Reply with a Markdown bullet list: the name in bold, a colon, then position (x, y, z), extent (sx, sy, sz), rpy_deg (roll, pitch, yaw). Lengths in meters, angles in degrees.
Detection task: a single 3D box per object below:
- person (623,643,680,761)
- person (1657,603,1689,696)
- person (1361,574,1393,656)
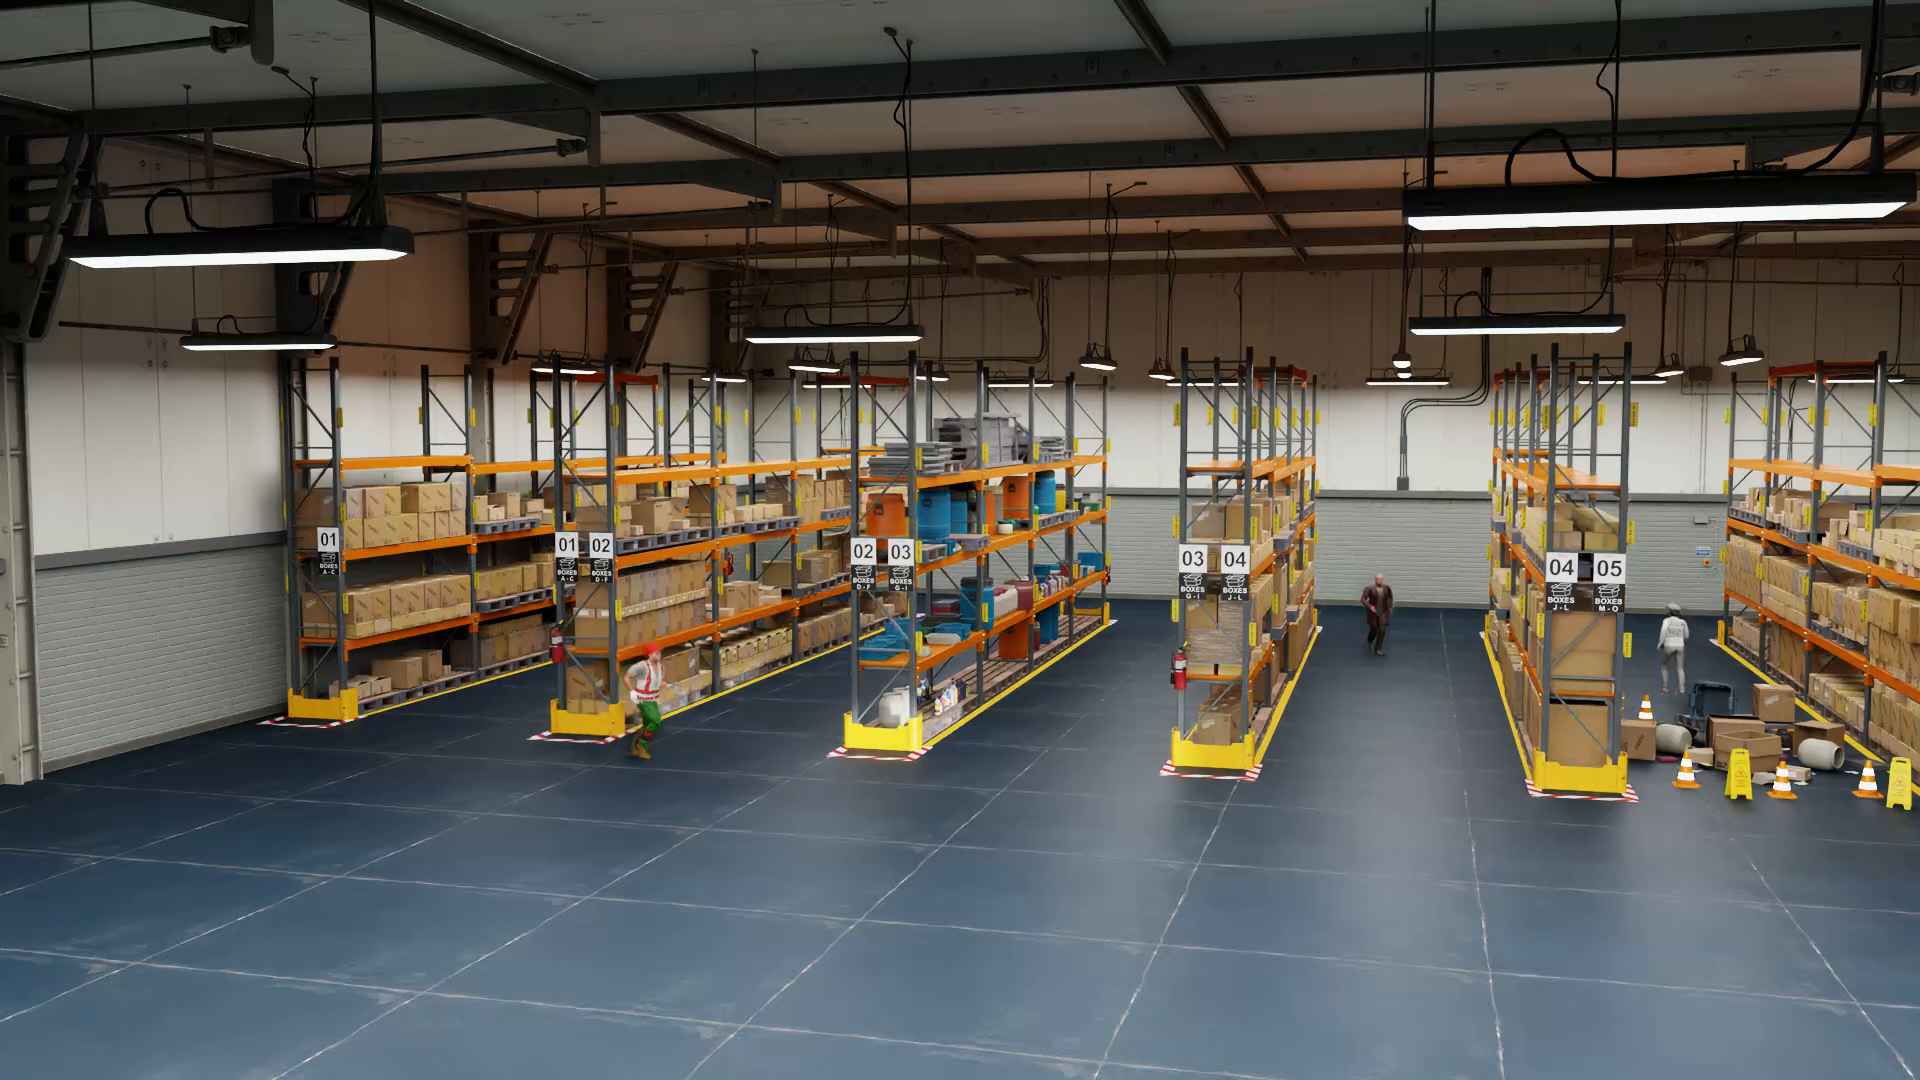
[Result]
- **person**: position (-4.564, 2.359, 24.318), extent (0.798, 1.722, 0.692), rpy_deg (2, 5, 30)
- **person**: position (12.793, 1.989, 29.776), extent (0.602, 1.680, 0.936), rpy_deg (0, 4, 6)
- **person**: position (8.828, 1.565, 35.215), extent (0.710, 1.730, 0.765), rpy_deg (0, 4, 3)
